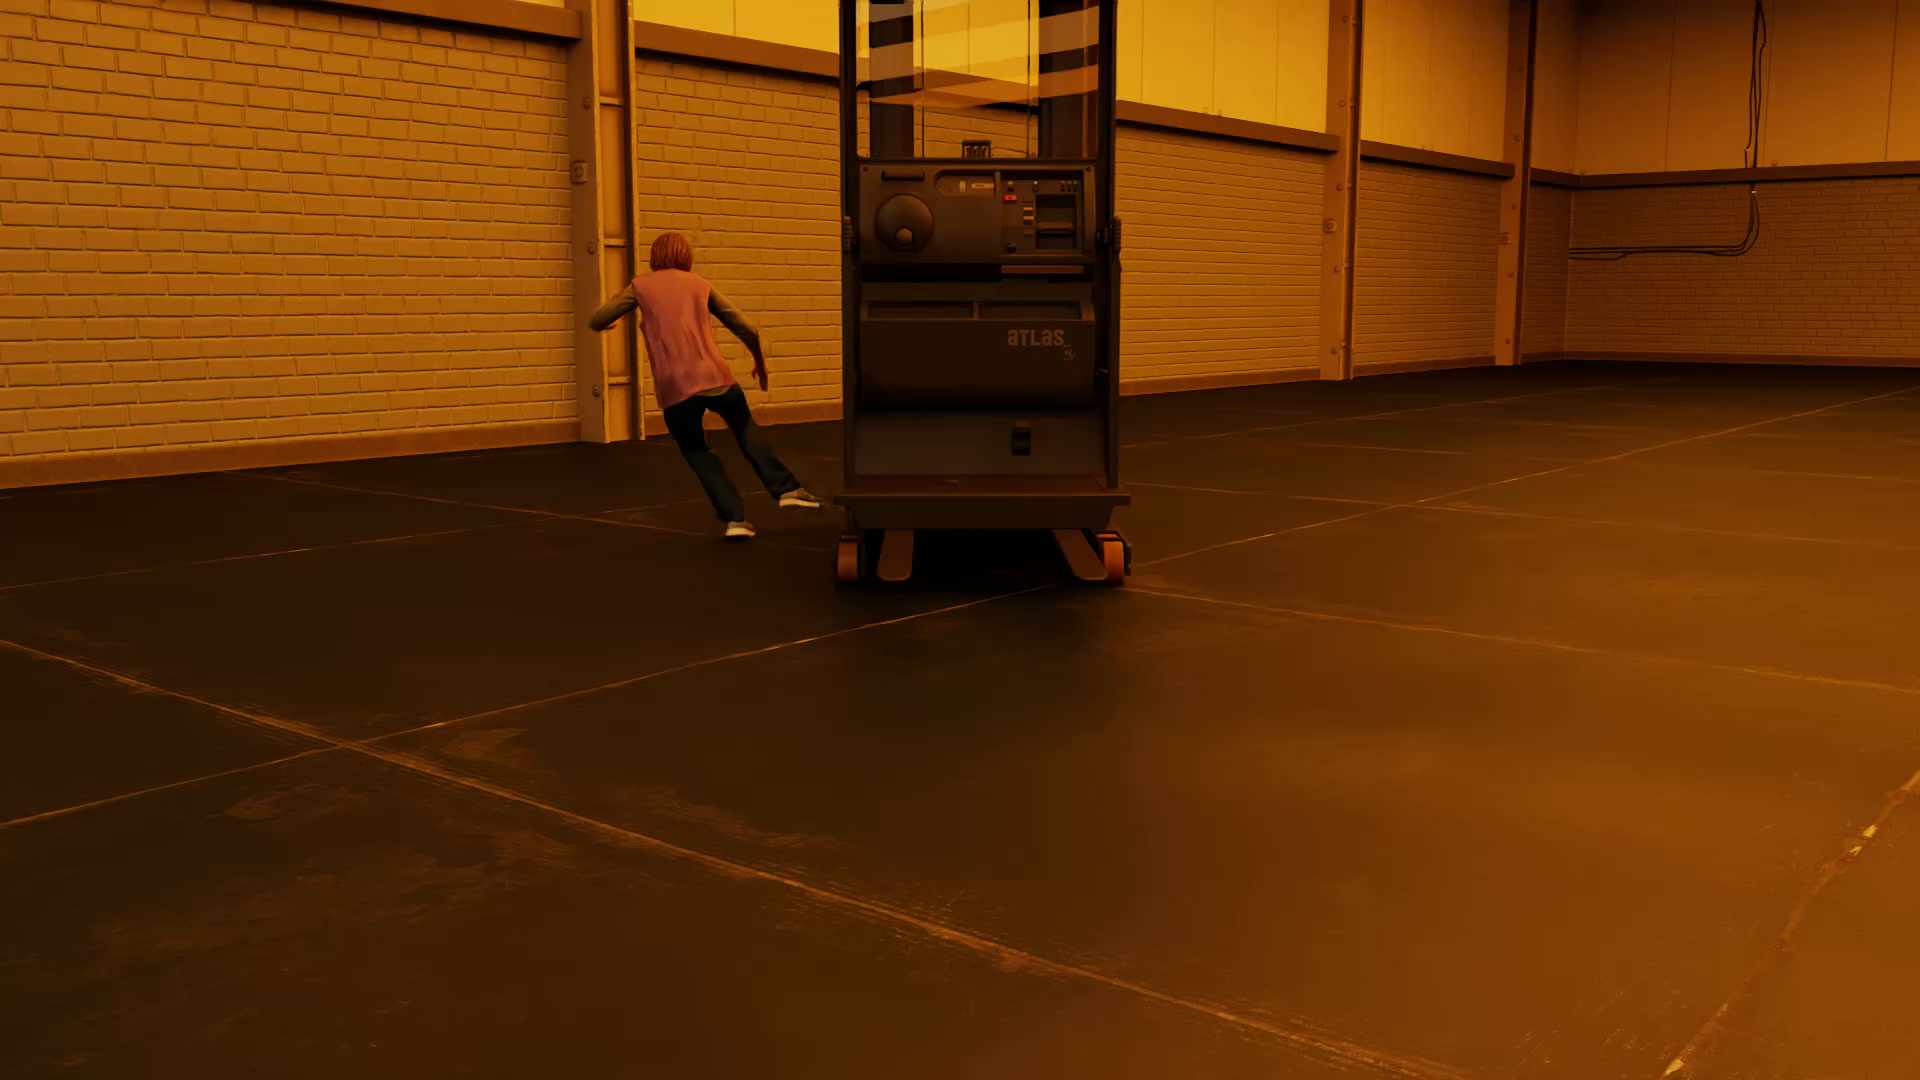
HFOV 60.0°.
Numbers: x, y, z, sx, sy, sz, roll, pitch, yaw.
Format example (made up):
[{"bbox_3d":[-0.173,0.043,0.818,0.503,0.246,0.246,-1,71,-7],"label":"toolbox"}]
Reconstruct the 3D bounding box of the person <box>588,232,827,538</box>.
[{"bbox_3d":[-1.139,-0.697,7.525,1.026,1.366,0.849,-3,9,-22],"label":"person"}]

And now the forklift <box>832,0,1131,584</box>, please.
[{"bbox_3d":[0.075,-1.328,6.358,1.130,2.935,3.031,0,8,-1],"label":"forklift"}]
